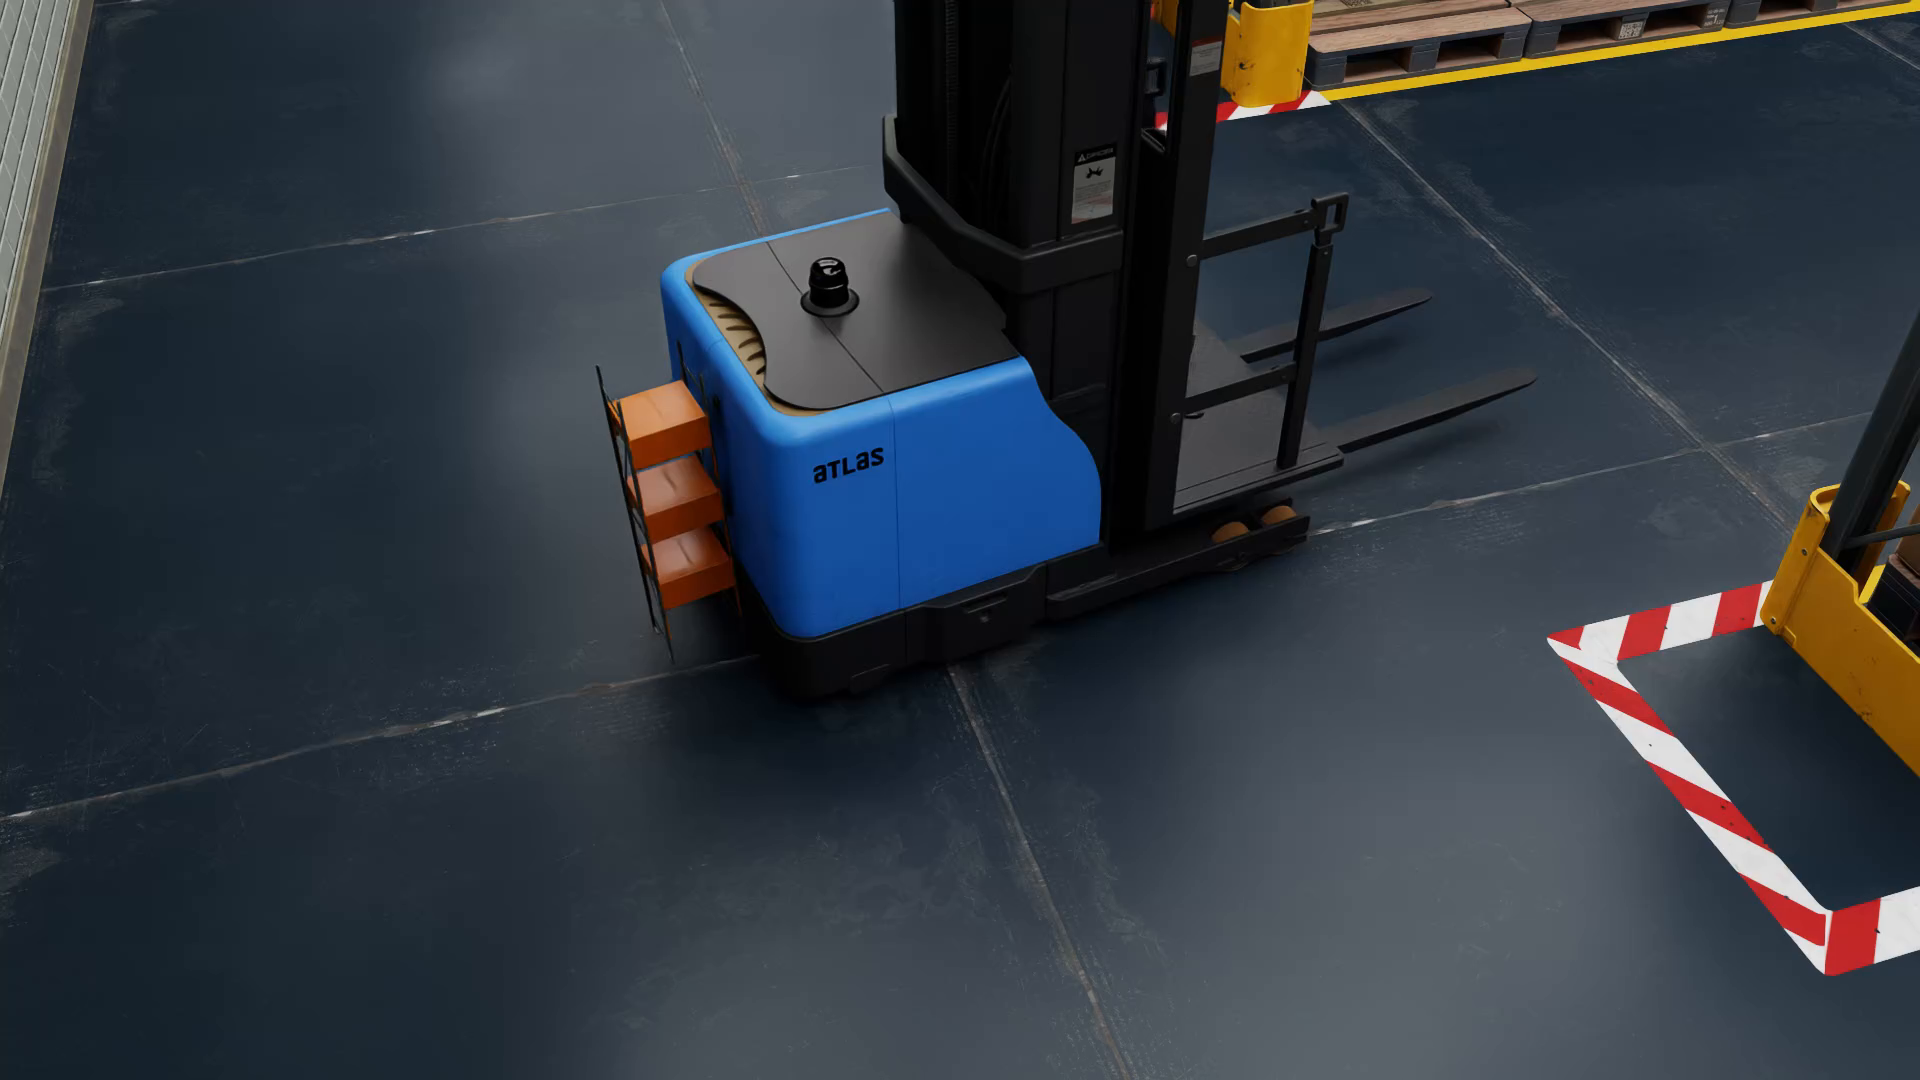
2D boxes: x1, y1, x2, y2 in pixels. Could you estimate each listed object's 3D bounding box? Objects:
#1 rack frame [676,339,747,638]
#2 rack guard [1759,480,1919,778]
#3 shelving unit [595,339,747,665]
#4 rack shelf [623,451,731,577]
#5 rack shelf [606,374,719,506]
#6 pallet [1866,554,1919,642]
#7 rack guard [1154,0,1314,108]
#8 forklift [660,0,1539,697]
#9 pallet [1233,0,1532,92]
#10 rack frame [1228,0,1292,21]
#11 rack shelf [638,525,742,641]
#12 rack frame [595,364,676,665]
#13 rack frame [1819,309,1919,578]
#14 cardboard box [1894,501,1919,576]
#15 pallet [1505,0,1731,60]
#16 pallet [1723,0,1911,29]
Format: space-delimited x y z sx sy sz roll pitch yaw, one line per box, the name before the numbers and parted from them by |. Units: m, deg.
rack frame | -0.754 -0.131 5.089 0.008 1.050 0.200 -20 45 -19
rack guard | 2.948 0.376 4.940 0.348 0.500 1.175 -12 42 -13
shelving unit | -0.862 -0.091 5.049 0.252 1.050 0.215 -20 45 -19
rack shelf | -0.862 -0.083 5.056 0.240 0.259 0.215 -20 45 -19
rack shelf | -0.871 -0.294 4.866 0.240 0.259 0.215 -20 45 -19
pallet | 3.708 0.327 5.216 1.213 0.211 1.003 -12 42 -13
rack guard | 1.372 -2.706 8.467 0.348 0.500 1.175 -12 42 -13
forklift | 0.620 -1.293 5.002 3.031 2.935 1.130 -18 44 -19
pallet | 2.190 -2.748 8.735 1.213 0.211 1.003 -12 42 -13
rack frame | 1.391 -3.660 7.659 0.127 3.000 1.000 -12 42 -13
rack shelf | -0.853 0.123 5.243 0.240 0.259 0.215 -20 45 -19
rack frame | -0.971 -0.051 5.010 0.008 1.050 0.200 -20 45 -19
rack frame | 2.876 -0.551 4.100 0.127 3.000 1.000 -12 42 -13
cardboard box | 3.320 -0.037 5.078 0.500 0.500 0.500 -12 42 -13
pallet | 3.351 -2.987 9.008 1.213 0.211 1.003 -12 42 -13
pallet | 4.517 -3.231 9.287 1.213 0.211 1.003 -12 42 -13
